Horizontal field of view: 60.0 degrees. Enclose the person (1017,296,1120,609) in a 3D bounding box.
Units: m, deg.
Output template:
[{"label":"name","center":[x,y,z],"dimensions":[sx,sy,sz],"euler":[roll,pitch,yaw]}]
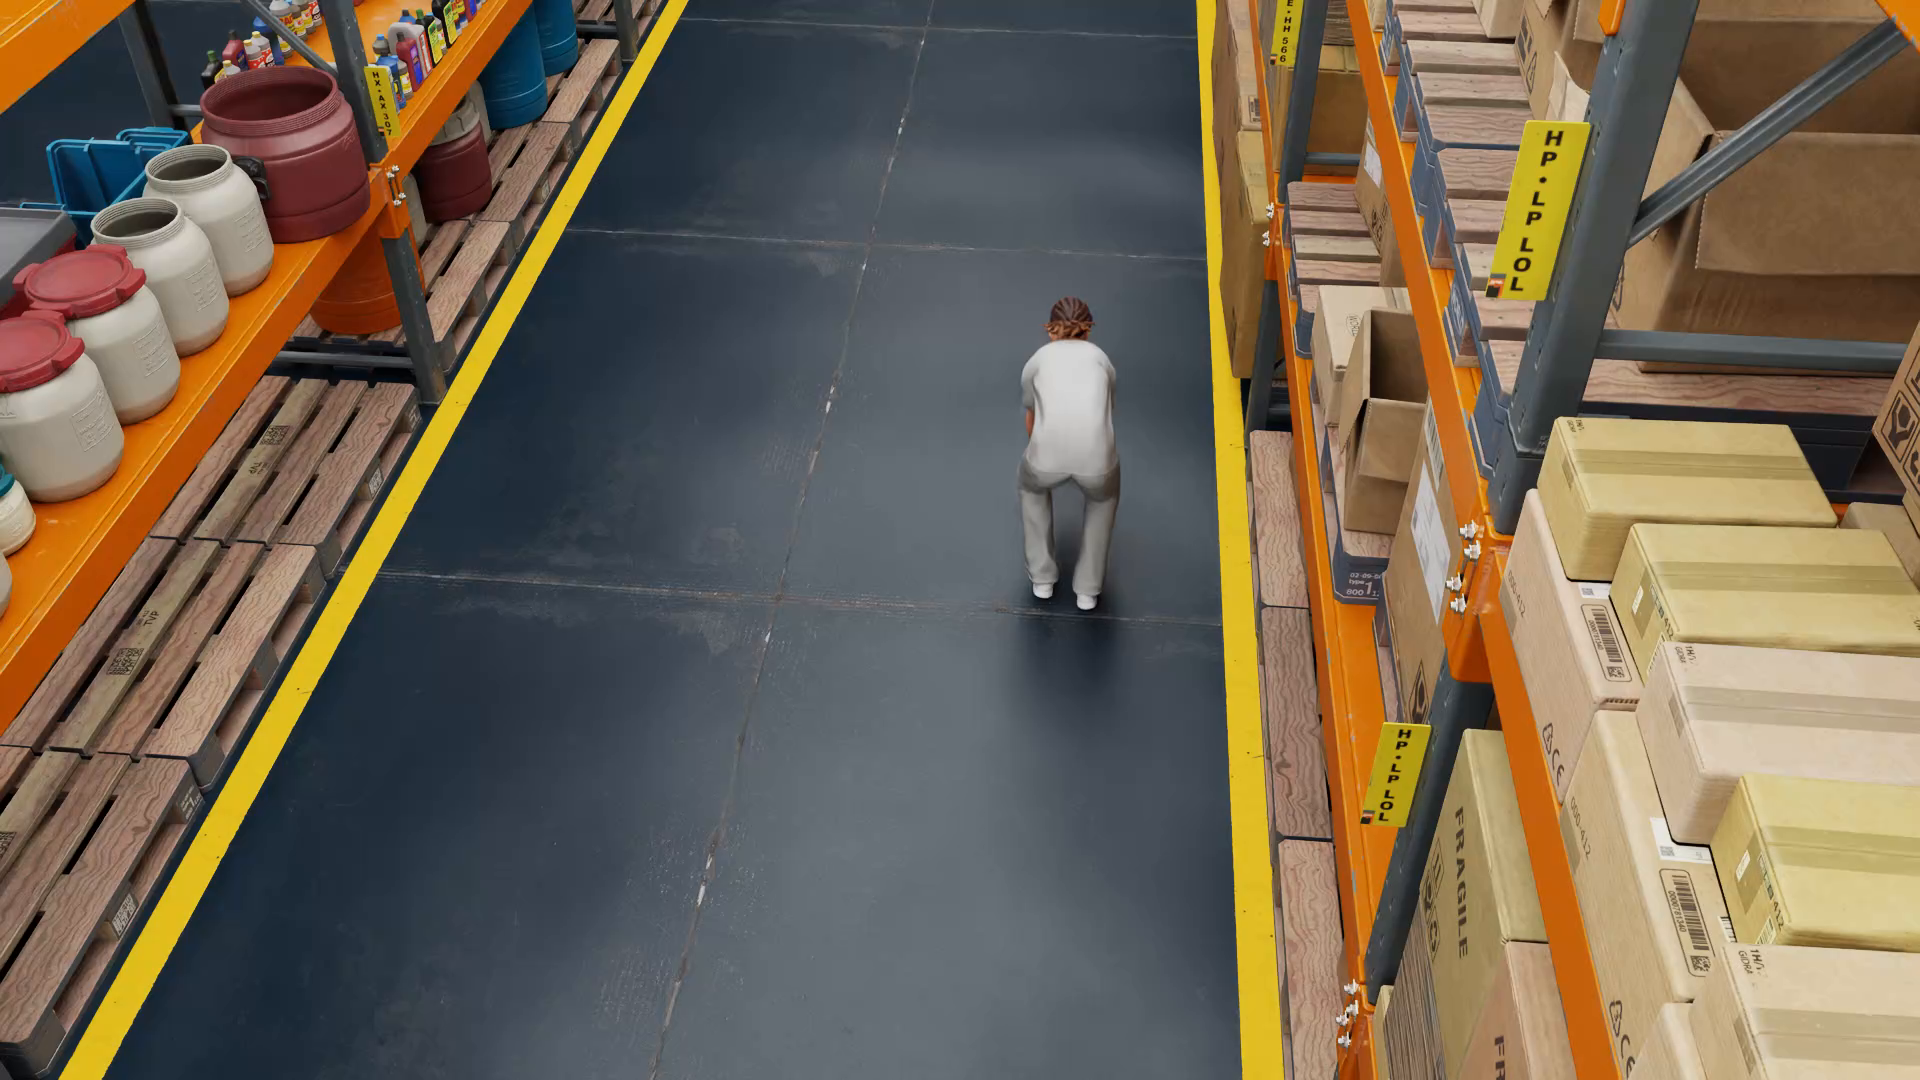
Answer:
[{"label":"person","center":[0.460,-0.349,6.988],"dimensions":[0.435,1.138,0.852],"euler":[2,40,2]}]
